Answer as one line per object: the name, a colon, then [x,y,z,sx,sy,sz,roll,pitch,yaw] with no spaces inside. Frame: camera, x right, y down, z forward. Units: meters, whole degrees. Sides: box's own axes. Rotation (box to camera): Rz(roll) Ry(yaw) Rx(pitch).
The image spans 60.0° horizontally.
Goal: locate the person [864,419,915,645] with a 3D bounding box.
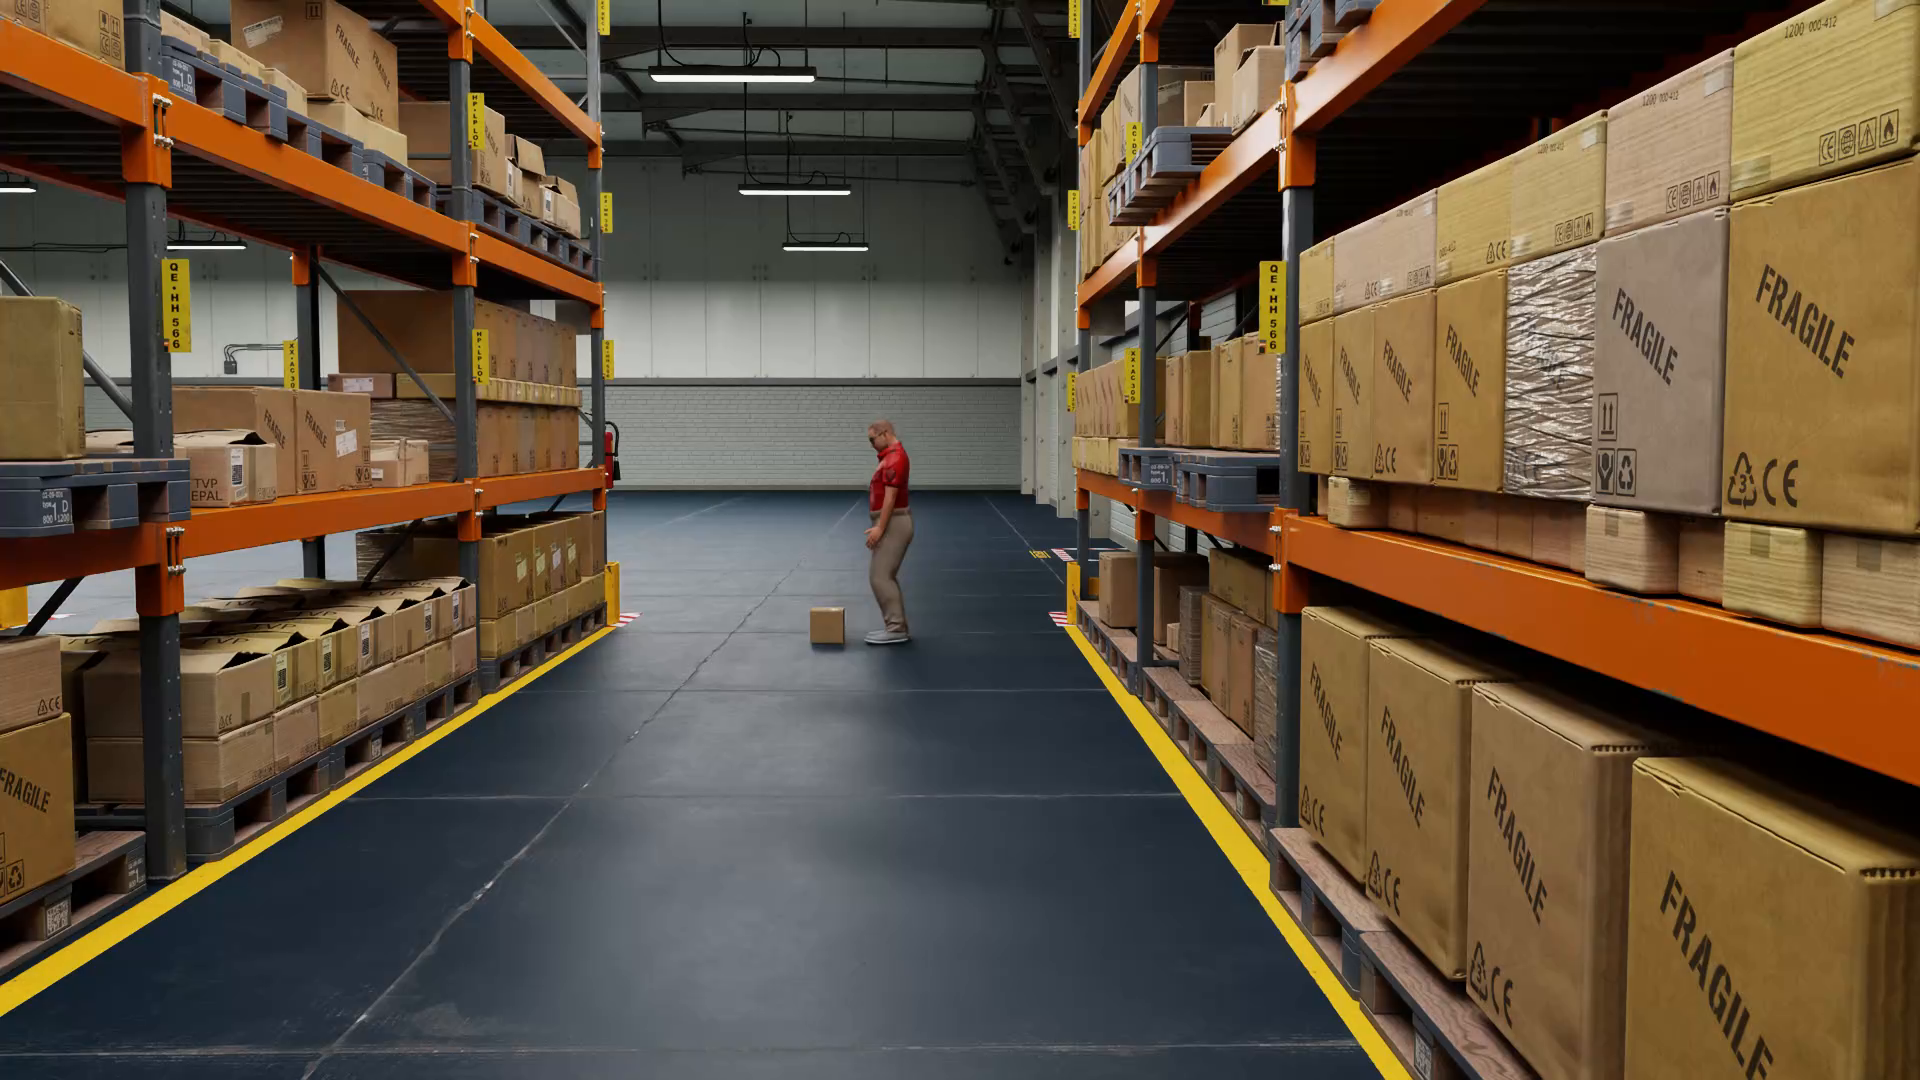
person: [-0.549,-0.065,12.651,0.350,1.705,0.544,0,4,0]
